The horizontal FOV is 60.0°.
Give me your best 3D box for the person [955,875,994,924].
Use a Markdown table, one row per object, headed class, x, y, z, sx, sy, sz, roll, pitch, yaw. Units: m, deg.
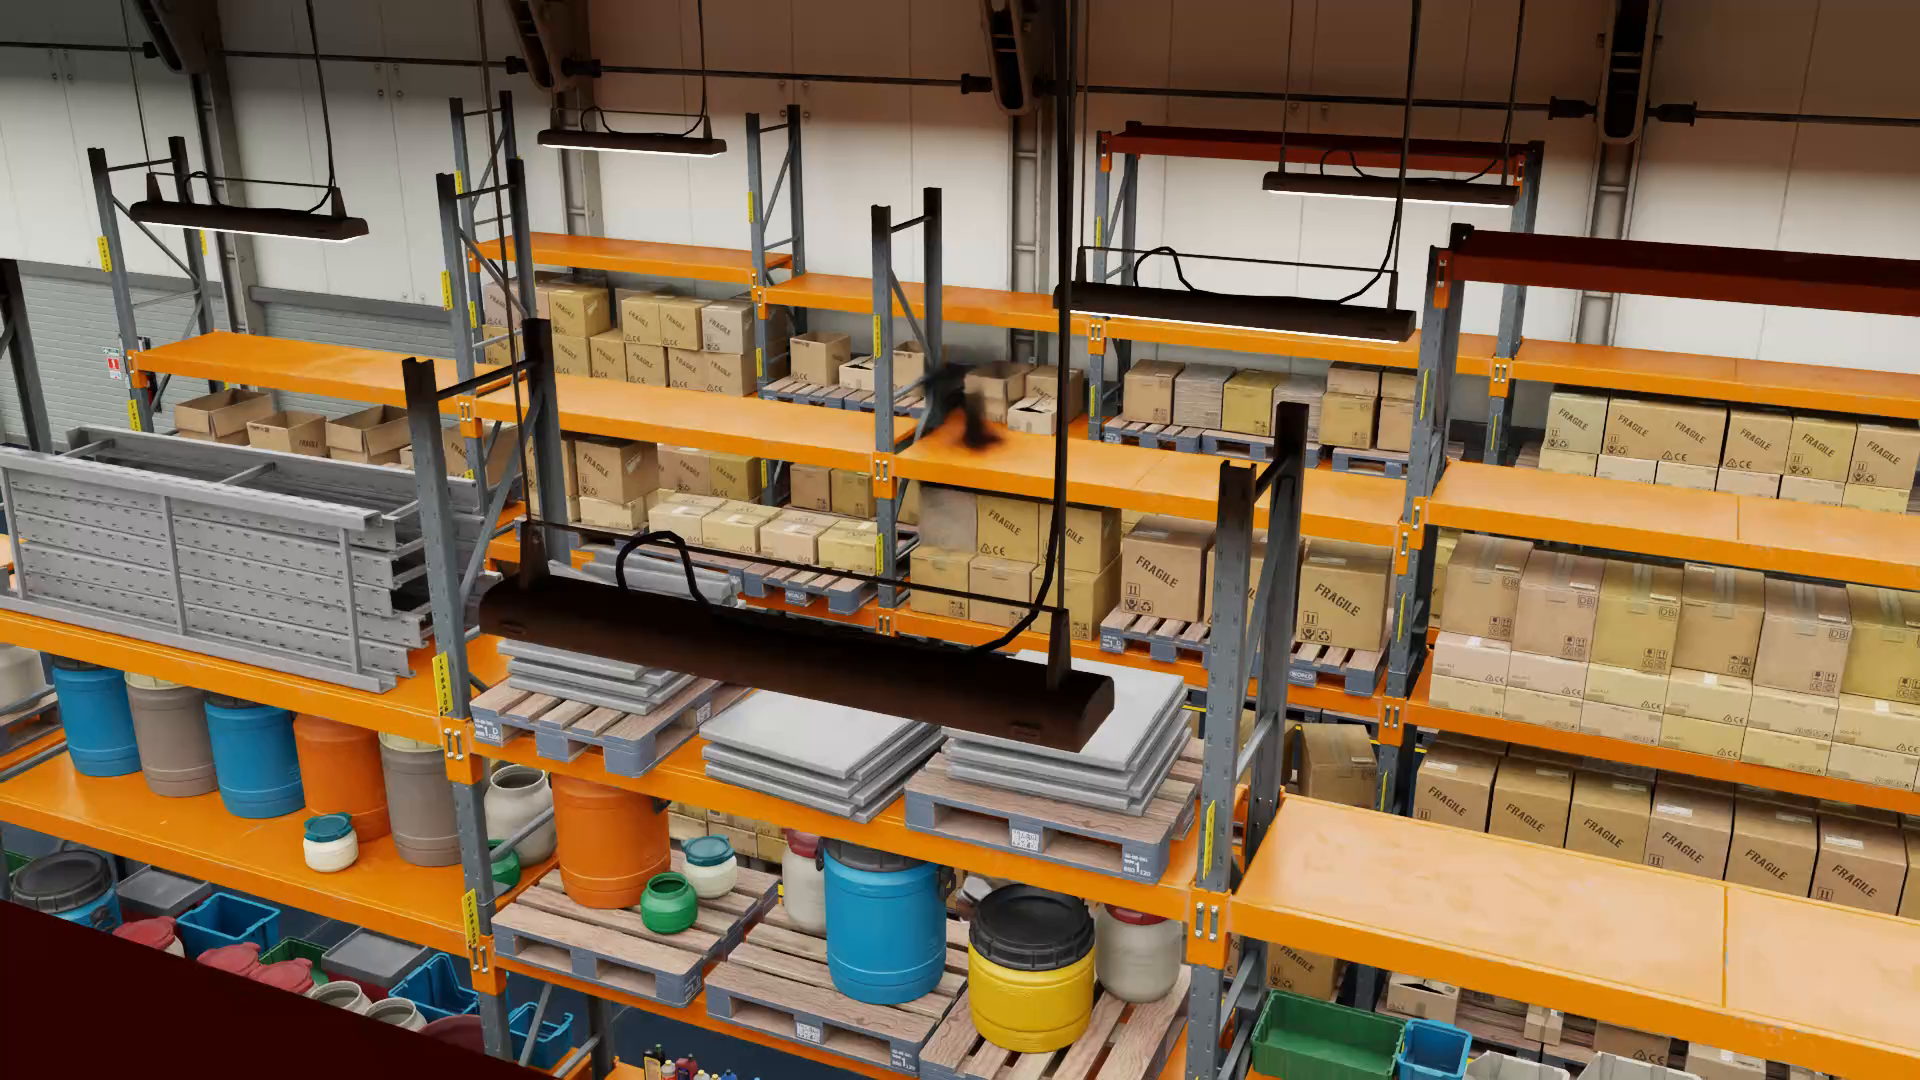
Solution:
| class | x | y | z | sx | sy | sz | roll | pitch | yaw |
| --- | --- | --- | --- | --- | --- | --- | --- | --- | --- |
| person | 0.082 | 3.164 | 11.681 | 0.966 | 1.793 | 0.659 | 5 | 21 | 12 |
